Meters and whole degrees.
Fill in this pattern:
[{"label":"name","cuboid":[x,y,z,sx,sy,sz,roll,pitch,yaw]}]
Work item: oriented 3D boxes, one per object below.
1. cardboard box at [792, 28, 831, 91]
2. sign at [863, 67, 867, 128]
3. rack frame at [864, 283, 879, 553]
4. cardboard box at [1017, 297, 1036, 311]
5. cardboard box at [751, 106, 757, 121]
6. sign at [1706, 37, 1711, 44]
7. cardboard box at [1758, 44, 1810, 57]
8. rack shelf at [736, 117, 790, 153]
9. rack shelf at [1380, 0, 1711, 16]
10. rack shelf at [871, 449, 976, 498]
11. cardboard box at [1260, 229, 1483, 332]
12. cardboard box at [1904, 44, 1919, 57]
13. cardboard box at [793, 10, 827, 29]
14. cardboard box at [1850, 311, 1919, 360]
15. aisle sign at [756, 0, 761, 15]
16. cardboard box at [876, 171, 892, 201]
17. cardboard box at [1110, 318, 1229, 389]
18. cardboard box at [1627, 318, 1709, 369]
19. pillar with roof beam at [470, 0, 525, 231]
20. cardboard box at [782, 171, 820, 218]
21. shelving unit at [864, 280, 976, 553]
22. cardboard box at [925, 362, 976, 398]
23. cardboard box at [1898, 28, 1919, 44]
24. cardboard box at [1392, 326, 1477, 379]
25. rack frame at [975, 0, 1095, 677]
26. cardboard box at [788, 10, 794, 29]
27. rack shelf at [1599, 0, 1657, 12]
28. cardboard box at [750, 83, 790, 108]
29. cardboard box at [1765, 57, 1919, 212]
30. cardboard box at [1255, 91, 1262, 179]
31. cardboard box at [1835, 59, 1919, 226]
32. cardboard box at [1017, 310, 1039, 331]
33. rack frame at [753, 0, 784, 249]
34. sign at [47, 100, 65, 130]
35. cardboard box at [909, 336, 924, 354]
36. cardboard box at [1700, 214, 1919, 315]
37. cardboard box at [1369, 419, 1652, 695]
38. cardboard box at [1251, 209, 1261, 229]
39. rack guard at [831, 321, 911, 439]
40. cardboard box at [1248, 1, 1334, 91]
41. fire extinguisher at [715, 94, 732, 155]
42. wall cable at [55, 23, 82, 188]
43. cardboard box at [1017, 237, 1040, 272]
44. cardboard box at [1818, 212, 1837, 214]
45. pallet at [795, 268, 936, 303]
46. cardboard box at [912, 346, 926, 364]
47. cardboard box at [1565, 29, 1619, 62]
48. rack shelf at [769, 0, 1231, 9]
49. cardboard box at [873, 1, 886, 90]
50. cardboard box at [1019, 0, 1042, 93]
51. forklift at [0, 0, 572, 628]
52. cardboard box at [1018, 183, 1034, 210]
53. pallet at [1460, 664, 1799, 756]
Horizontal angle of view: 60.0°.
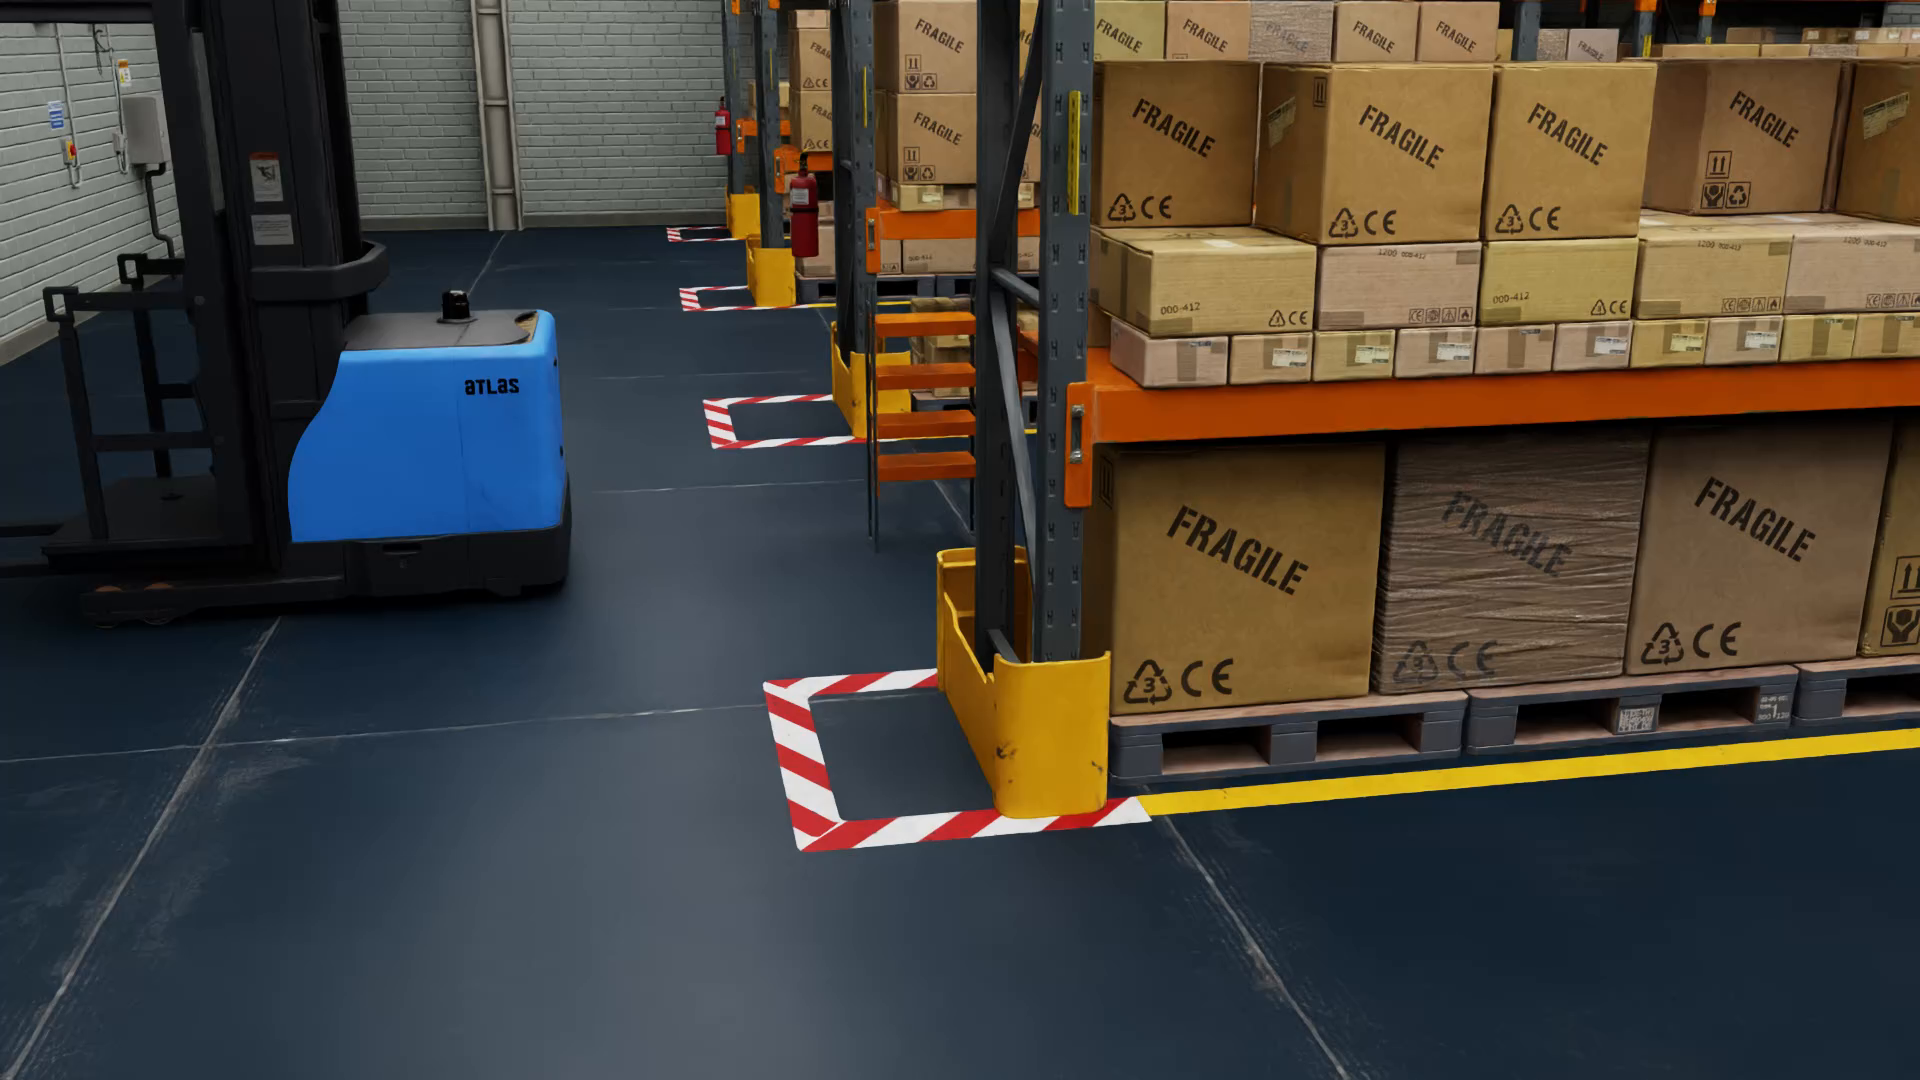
[{"label":"cardboard box","cuboid":[-1.145,-4.089,14.143,0.500,0.500,0.500,-4,17,-12]},{"label":"sign","cuboid":[-0.529,-2.455,9.221,0.005,0.325,0.100,-3,17,-10]},{"label":"rack frame","cuboid":[-0.402,-0.551,7.561,0.015,1.200,0.240,-3,17,-10]},{"label":"cardboard box","cuboid":[0.327,-1.471,10.618,0.250,0.149,0.380,-4,17,-12]},{"label":"cardboard box","cuboid":[-2.241,-4.869,18.982,0.250,0.149,0.380,-3,17,-11]},{"label":"sign","cuboid":[9.278,-6.078,20.653,0.005,0.325,0.100,-3,17,-10]},{"label":"cardboard box","cuboid":[7.700,-4.476,15.883,0.500,0.500,0.500,-3,17,-10]},{"label":"rack shelf","cuboid":[-0.652,-4.817,19.611,4.000,0.370,1.077,-3,17,-10]},{"label":"rack shelf","cuboid":[7.202,-6.696,20.621,4.000,0.370,1.077,-3,17,-10]},{"label":"rack shelf","cuboid":[-0.163,-0.310,7.684,0.480,0.148,0.258,-3,17,-10]},{"label":"cardboard box","cuboid":[1.241,-0.812,5.096,0.500,0.250,0.500,-3,17,-11]},{"label":"cardboard box","cuboid":[9.215,-4.558,16.150,0.500,0.500,0.500,-3,17,-10]},{"label":"cardboard box","cuboid":[-1.270,-4.394,14.032,0.250,0.149,0.380,-3,17,-9]},{"label":"cardboard box","cuboid":[2.889,-0.696,5.396,0.250,0.149,0.380,-3,17,-9]},{"label":"aisle sign","cuboid":[-1.686,-4.774,13.818,0.004,0.787,0.394,-3,17,-10]},{"label":"cardboard box","cuboid":[-0.366,-2.177,10.218,0.250,0.149,0.380,-3,17,-10]},{"label":"cardboard box","cuboid":[0.620,-0.566,4.975,0.250,0.149,0.380,-3,17,-10]},{"label":"cardboard box","cuboid":[2.130,-0.652,5.255,0.250,0.149,0.380,-4,17,-12]},{"label":"pillar with roof beam","cuboid":[-4.618,-6.786,14.578,0.400,9.000,9.100,-3,17,-10]},{"label":"cardboard box","cuboid":[-1.998,-4.064,19.470,0.637,0.503,0.797,-4,18,-13]},{"label":"shelving unit","cuboid":[-0.163,-0.564,7.606,0.503,1.200,0.258,-3,17,-10]},{"label":"cardboard box","cuboid":[-0.057,-0.972,10.008,0.250,0.149,0.380,-3,17,-9]},{"label":"cardboard box","cuboid":[9.027,-4.855,16.013,0.250,0.149,0.380,-4,17,-12]},{"label":"cardboard box","cuboid":[1.379,-0.610,5.118,0.250,0.149,0.380,-4,17,-11]},{"label":"rack frame","cuboid":[0.209,-0.762,5.183,0.127,3.000,1.000,-3,17,-10]},{"label":"cardboard box","cuboid":[-1.356,-4.532,14.481,0.250,0.149,0.380,-3,17,-10]},{"label":"rack shelf","cuboid":[8.148,-5.266,15.963,4.000,0.370,1.077,-3,17,-10]},{"label":"cardboard box","cuboid":[-2.120,-5.067,18.950,0.500,0.250,0.500,-3,17,-10]},{"label":"cardboard box","cuboid":[3.133,-1.435,5.848,0.500,0.500,0.500,-3,17,-10]},{"label":"cardboard box","cuboid":[1.875,-2.446,9.989,0.500,0.500,0.500,-3,17,-11]},{"label":"cardboard box","cuboid":[3.243,-1.284,5.356,0.500,0.500,0.500,-3,17,-10]},{"label":"cardboard box","cuboid":[0.466,-1.278,9.991,0.250,0.149,0.380,-3,17,-11]},{"label":"rack frame","cuboid":[-1.671,-3.619,14.485,0.127,3.000,1.000,-3,17,-10]},{"label":"sign","cuboid":[-7.254,-3.410,13.344,0.001,0.218,0.327,-3,17,-10]},{"label":"cardboard box","cuboid":[-0.168,-1.289,10.534,0.250,0.149,0.380,-4,17,-12]},{"label":"cardboard box","cuboid":[2.744,-0.897,5.372,0.500,0.250,0.500,-3,17,-9]},{"label":"cardboard box","cuboid":[1.716,-0.056,5.790,0.875,0.875,0.875,-3,17,-10]},{"label":"cardboard box","cuboid":[1.133,-0.964,5.590,0.500,0.250,0.500,-4,17,-11]},{"label":"rack guard","cuboid":[-0.558,-1.007,10.238,0.348,0.500,1.175,-3,17,-10]},{"label":"cardboard box","cuboid":[1.873,-2.929,9.860,0.500,0.500,0.500,-3,17,-9]},{"label":"fire extinguisher","cuboid":[-2.673,-4.693,18.748,0.183,0.674,0.296,-3,17,-10]},{"label":"wall cable","cuboid":[-7.203,-3.799,13.286,0.123,1.953,0.585,-3,17,-10]},{"label":"cardboard box","cuboid":[0.741,-2.763,15.348,0.875,0.438,0.875,-4,17,-12]},{"label":"cardboard box","cuboid":[3.136,-1.078,5.962,0.500,0.250,0.500,-3,17,-11]},{"label":"pallet","cuboid":[-0.901,-2.353,15.112,1.213,0.211,1.003,-3,17,-10]},{"label":"cardboard box","cuboid":[-0.155,-1.125,10.505,0.250,0.149,0.380,-3,17,-10]},{"label":"cardboard box","cuboid":[5.726,-4.486,15.435,0.500,0.500,0.500,-4,17,-12]},{"label":"rack shelf","cuboid":[0.293,-4.820,14.513,4.000,0.370,1.077,-3,17,-10]},{"label":"cardboard box","cuboid":[-0.230,-2.962,9.968,0.500,0.500,0.500,-4,17,-12]},{"label":"cardboard box","cuboid":[0.353,-2.844,9.582,0.500,0.500,0.500,-3,17,-9]},{"label":"forklift","cuboid":[-3.240,-1.216,6.779,3.031,2.935,1.130,-3,17,-11]},{"label":"cardboard box","cuboid":[0.264,-2.026,9.729,0.250,0.149,0.380,-4,17,-12]},{"label":"pallet","cuboid":[2.175,0.437,6.029,1.213,0.211,1.003,-3,17,-10]}]
